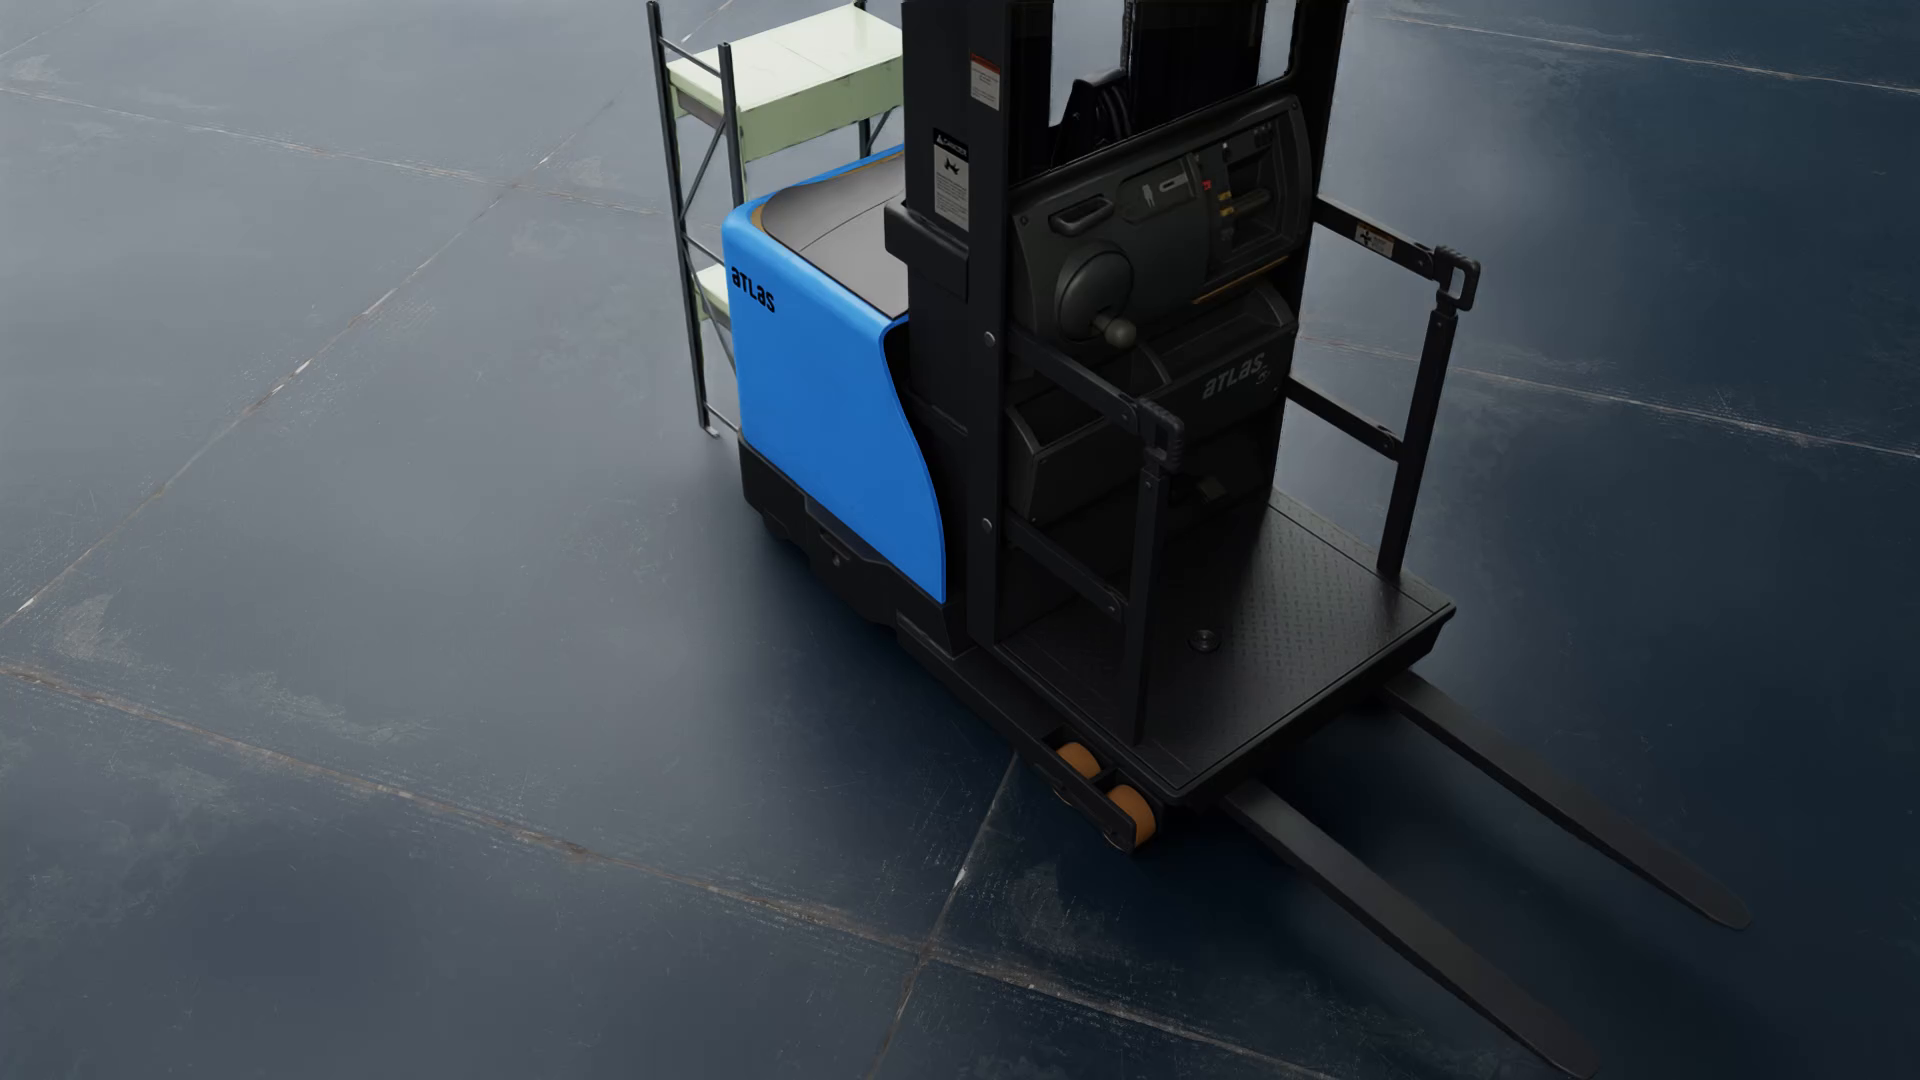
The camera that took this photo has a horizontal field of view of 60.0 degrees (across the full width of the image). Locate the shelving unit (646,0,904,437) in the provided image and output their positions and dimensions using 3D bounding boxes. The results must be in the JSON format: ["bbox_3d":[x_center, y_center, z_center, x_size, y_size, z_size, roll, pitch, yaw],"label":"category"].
[{"bbox_3d":[-0.478,-1.022,5.293,0.755,1.500,0.431,-29,48,-29],"label":"shelving unit"}]

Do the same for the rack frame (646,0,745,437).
[{"bbox_3d":[-0.758,-0.869,5.113,0.023,1.500,0.400,-29,48,-29],"label":"rack frame"}]

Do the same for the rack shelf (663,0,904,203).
[{"bbox_3d":[-0.478,-1.319,5.039,0.720,0.370,0.431,-29,48,-29],"label":"rack shelf"}]

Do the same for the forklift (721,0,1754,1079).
[{"bbox_3d":[0.632,-0.685,3.795,1.130,2.935,3.031,-28,48,-29],"label":"forklift"}]

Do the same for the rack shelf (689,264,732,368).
[{"bbox_3d":[-0.478,-0.774,5.504,0.720,0.370,0.431,-29,48,-29],"label":"rack shelf"}]

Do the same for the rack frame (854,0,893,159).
[{"bbox_3d":[-0.198,-1.175,5.472,0.023,1.500,0.400,-29,48,-29],"label":"rack frame"}]
